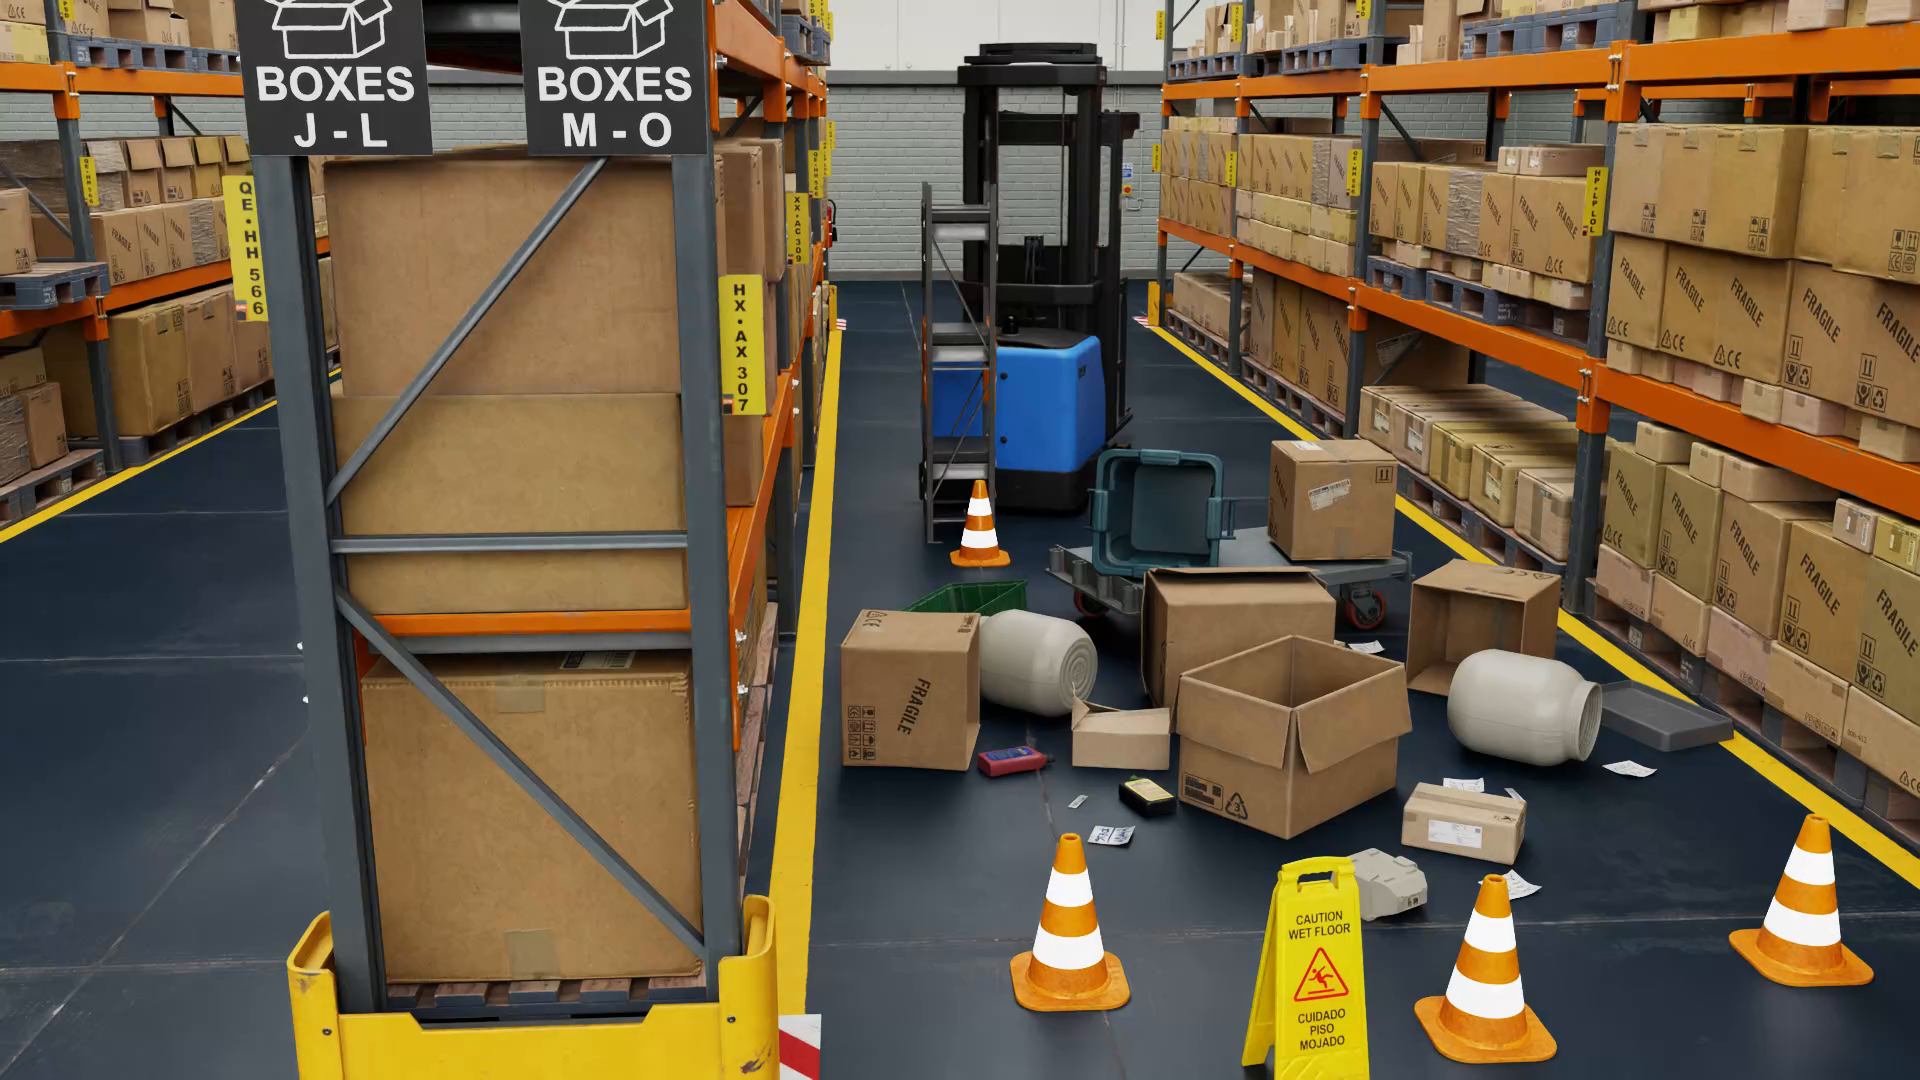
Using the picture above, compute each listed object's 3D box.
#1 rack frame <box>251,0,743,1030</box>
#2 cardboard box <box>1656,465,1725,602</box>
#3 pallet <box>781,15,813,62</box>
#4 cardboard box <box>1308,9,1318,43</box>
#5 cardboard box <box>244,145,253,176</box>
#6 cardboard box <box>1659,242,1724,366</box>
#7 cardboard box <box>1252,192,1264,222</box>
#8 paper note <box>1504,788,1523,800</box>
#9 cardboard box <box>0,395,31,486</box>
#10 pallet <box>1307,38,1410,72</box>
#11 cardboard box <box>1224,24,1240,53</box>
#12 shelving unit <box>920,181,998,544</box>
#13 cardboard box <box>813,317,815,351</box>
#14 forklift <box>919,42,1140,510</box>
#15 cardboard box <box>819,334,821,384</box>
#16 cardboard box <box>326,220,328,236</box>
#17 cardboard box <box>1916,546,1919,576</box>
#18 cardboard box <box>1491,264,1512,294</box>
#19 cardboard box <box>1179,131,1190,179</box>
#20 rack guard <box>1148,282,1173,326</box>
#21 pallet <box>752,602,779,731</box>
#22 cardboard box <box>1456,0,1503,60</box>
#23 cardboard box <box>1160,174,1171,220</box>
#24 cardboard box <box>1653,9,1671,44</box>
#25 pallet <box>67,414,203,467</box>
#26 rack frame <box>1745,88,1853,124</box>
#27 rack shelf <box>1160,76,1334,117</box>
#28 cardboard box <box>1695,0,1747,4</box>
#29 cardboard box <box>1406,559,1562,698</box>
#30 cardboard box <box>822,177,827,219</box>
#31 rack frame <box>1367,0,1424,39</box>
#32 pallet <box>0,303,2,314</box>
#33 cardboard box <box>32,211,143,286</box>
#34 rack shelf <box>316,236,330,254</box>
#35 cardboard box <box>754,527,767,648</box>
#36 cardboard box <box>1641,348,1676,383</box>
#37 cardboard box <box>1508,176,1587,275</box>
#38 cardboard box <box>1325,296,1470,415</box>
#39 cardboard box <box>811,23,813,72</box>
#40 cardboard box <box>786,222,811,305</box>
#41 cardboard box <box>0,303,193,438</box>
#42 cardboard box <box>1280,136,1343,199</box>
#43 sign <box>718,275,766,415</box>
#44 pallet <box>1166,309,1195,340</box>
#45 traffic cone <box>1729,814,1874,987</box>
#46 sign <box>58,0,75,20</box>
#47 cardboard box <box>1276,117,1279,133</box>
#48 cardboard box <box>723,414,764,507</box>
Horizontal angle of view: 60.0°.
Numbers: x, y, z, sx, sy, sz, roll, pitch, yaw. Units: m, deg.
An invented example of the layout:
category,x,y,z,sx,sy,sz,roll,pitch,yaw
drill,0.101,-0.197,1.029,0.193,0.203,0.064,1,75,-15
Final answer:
category,x,y,z,sx,sy,sz,roll,pitch,yaw
rack frame,-1.064,0.011,3.962,0.949,2.616,0.053,-1,14,-3
cardboard box,3.437,-0.036,7.317,0.500,0.500,0.500,0,14,-1
pallet,-1.392,-2.902,9.645,1.003,0.211,1.213,0,14,-1
cardboard box,2.943,-4.008,12.991,0.396,0.266,0.258,-1,14,-5
cardboard box,-6.536,-3.479,15.728,0.500,0.500,0.500,-1,14,-3
cardboard box,3.429,-1.039,7.248,0.500,0.500,0.500,-1,14,-4
cardboard box,2.936,-3.001,14.968,0.500,0.250,0.500,-1,14,-3
paper note,2.091,0.961,6.272,0.032,0.001,0.123,-1,14,-3
cardboard box,-6.405,-0.625,10.570,0.700,0.500,0.500,-2,15,-8
pallet,3.285,-3.600,12.359,1.213,0.211,1.003,0,14,-1
cardboard box,2.771,-4.868,16.132,0.396,0.266,0.258,0,14,-2
shelving unit,-0.010,-1.058,9.925,0.431,2.100,0.503,-1,14,-3
cardboard box,-1.389,-1.635,13.032,0.500,0.250,0.500,-1,14,-4
forklift,0.623,-1.931,11.651,1.130,2.935,3.031,4,15,15
cardboard box,-1.476,-1.658,14.624,0.500,0.500,0.500,-1,14,-5
cardboard box,-6.515,-3.138,16.708,0.380,0.149,0.250,-1,14,-4
cardboard box,3.473,0.075,5.582,0.380,0.149,0.250,0,14,-2
cardboard box,3.248,-1.483,9.432,0.380,0.149,0.250,-1,14,-3
cardboard box,2.706,-4.222,18.208,0.500,0.500,0.500,-1,14,-4
rack guard,2.880,-2.865,20.157,1.175,0.500,0.348,-1,14,-3
pallet,-1.340,0.557,7.436,1.003,0.211,1.213,-1,14,-3
cardboard box,3.500,-3.204,10.230,0.797,0.503,0.637,-1,14,-3
cardboard box,2.625,-3.994,19.329,0.500,0.500,0.500,-1,14,-4
cardboard box,3.397,-2.334,7.561,0.380,0.149,0.250,-1,14,-4
pallet,-6.487,-0.774,12.609,1.003,0.211,1.213,-1,14,-3
rack frame,8.083,-3.152,16.257,1.000,3.000,0.127,-1,14,-3
rack shelf,3.006,-4.676,17.605,1.077,0.370,4.000,-1,14,-3
cardboard box,3.420,-2.367,6.891,0.500,0.250,0.500,-1,14,-4
cardboard box,2.334,0.412,7.417,0.500,0.500,0.500,10,18,35
cardboard box,-1.617,-3.541,16.973,0.500,0.500,0.500,-1,14,-5
rack frame,3.377,-4.985,11.342,1.000,3.000,0.127,-1,14,-3
pallet,-6.350,-1.342,9.608,1.003,0.211,1.213,-1,14,-3
cardboard box,-6.272,-2.100,11.969,0.500,0.500,0.500,0,14,-2
rack shelf,-6.885,-3.071,17.384,1.077,0.370,4.000,-1,14,-3
cardboard box,-1.340,0.000,7.429,0.875,0.875,0.875,-1,14,-3
cardboard box,3.392,-0.818,7.690,0.380,0.149,0.250,0,14,-2
cardboard box,3.336,-1.715,9.033,0.500,0.500,0.500,-1,14,-3
cardboard box,3.418,-1.427,12.975,0.875,0.875,0.875,-1,14,-4
cardboard box,-1.401,-3.874,12.843,0.500,0.500,0.500,-1,14,-3
cardboard box,-1.231,-1.795,10.781,0.500,0.500,0.500,-1,14,-3
cardboard box,-6.536,-1.273,12.376,1.225,0.875,0.875,-2,15,-6
cardboard box,2.996,-3.114,13.902,0.500,0.500,0.500,-1,14,-4
sign,-0.507,-0.453,3.872,0.100,0.325,0.005,-1,14,-3
pallet,3.009,-2.521,19.402,1.003,0.211,1.213,-1,14,-3
traffic cone,2.559,1.051,5.011,0.336,0.463,0.334,-1,14,-3
sign,-5.972,-3.638,11.087,0.100,0.325,0.005,-1,14,-3
cardboard box,3.279,-4.130,16.550,0.380,0.149,0.250,-1,14,-4
cardboard box,-1.095,-0.430,5.379,0.875,0.550,0.550,-1,14,-3
